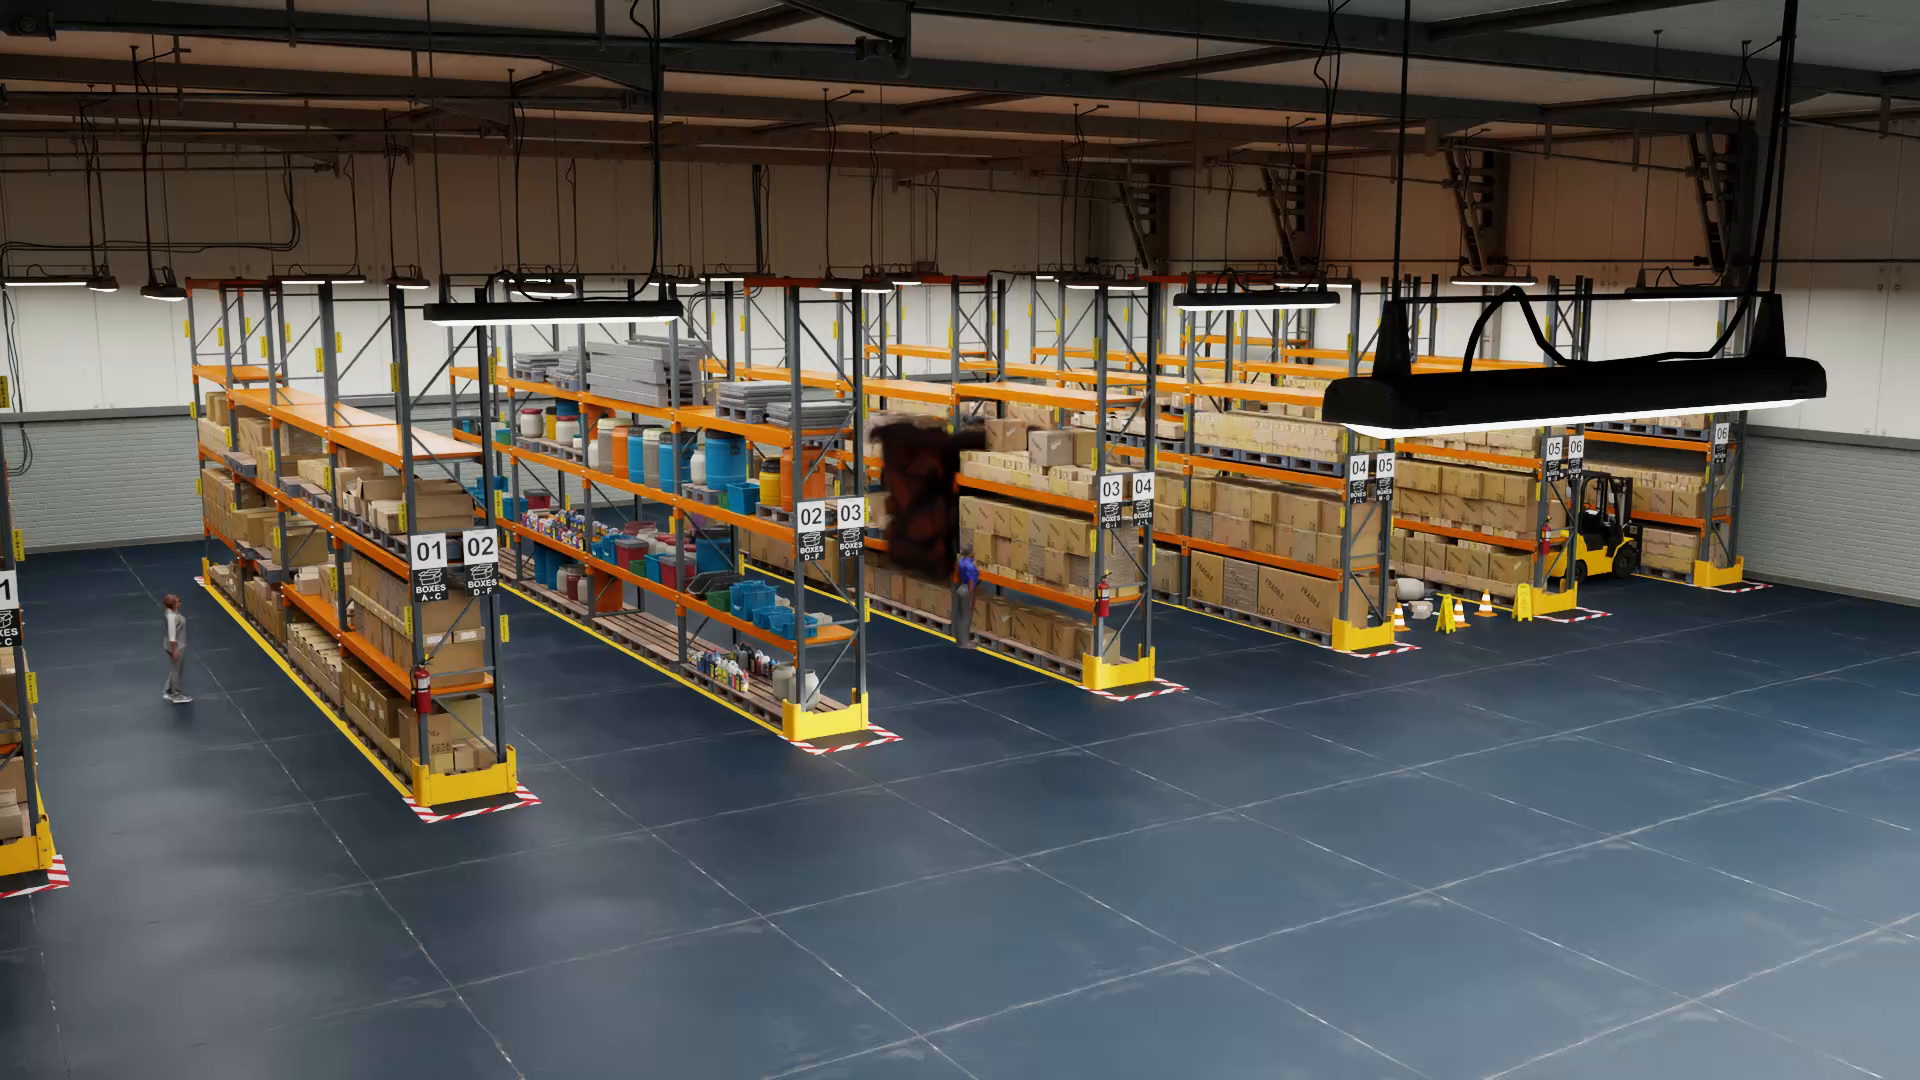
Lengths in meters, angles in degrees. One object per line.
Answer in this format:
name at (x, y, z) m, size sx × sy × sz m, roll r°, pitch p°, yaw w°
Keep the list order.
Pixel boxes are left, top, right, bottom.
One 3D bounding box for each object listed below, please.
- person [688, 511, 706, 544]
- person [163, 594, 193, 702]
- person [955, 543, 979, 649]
person at (-5.465, -0.223, 34.627) m, size 0.423 × 1.552 × 0.865 m, roll -5°, pitch 11°, yaw -26°
person at (-11.287, 1.553, 23.908) m, size 0.371 × 1.606 × 0.444 m, roll -9°, pitch 13°, yaw -41°
person at (0.115, 0.874, 26.032) m, size 0.328 × 1.670 × 0.549 m, roll -4°, pitch 10°, yaw -20°
